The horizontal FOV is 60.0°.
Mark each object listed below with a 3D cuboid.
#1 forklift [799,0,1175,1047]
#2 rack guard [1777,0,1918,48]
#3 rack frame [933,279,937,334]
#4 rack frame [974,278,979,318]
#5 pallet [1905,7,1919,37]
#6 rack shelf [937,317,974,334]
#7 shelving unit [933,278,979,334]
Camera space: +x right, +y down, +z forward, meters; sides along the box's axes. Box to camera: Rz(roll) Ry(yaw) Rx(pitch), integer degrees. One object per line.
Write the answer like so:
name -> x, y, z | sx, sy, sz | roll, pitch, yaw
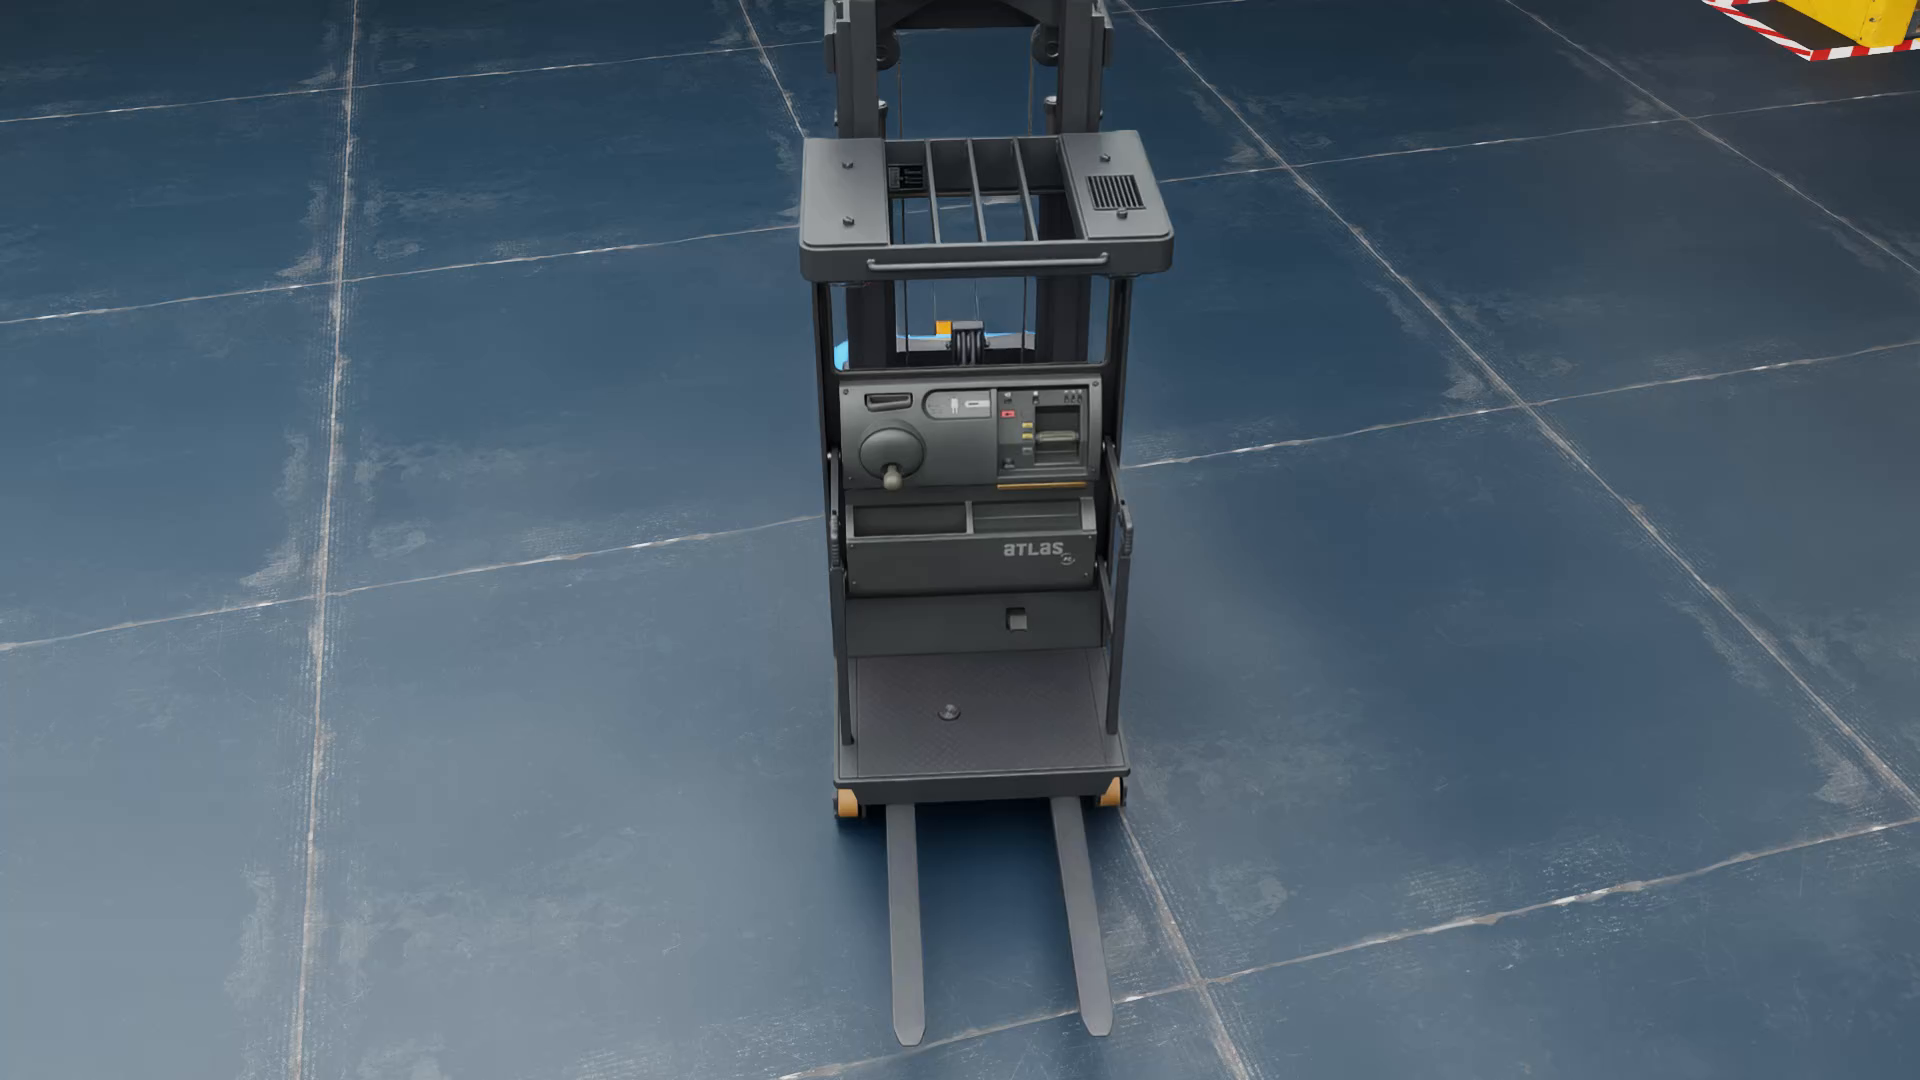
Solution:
forklift -> 0.055, -0.311, 5.744 | 1.130, 2.935, 3.031 | -2, 37, -3
rack guard -> 6.909, -4.300, 12.960 | 0.348, 0.500, 1.175 | -9, 38, -12
rack frame -> -0.111, -0.630, 7.585 | 0.006, 1.200, 0.240 | -2, 37, -3
rack frame -> 0.072, -0.636, 7.594 | 0.006, 1.200, 0.240 | -2, 37, -3
pallet -> 7.659, -4.335, 13.243 | 1.213, 0.211, 1.003 | -9, 38, -12
rack shelf -> -0.019, -0.884, 7.398 | 0.180, 0.103, 0.258 | -2, 37, -3
shelving unit -> -0.019, -0.633, 7.590 | 0.189, 1.200, 0.258 | -2, 37, -3
